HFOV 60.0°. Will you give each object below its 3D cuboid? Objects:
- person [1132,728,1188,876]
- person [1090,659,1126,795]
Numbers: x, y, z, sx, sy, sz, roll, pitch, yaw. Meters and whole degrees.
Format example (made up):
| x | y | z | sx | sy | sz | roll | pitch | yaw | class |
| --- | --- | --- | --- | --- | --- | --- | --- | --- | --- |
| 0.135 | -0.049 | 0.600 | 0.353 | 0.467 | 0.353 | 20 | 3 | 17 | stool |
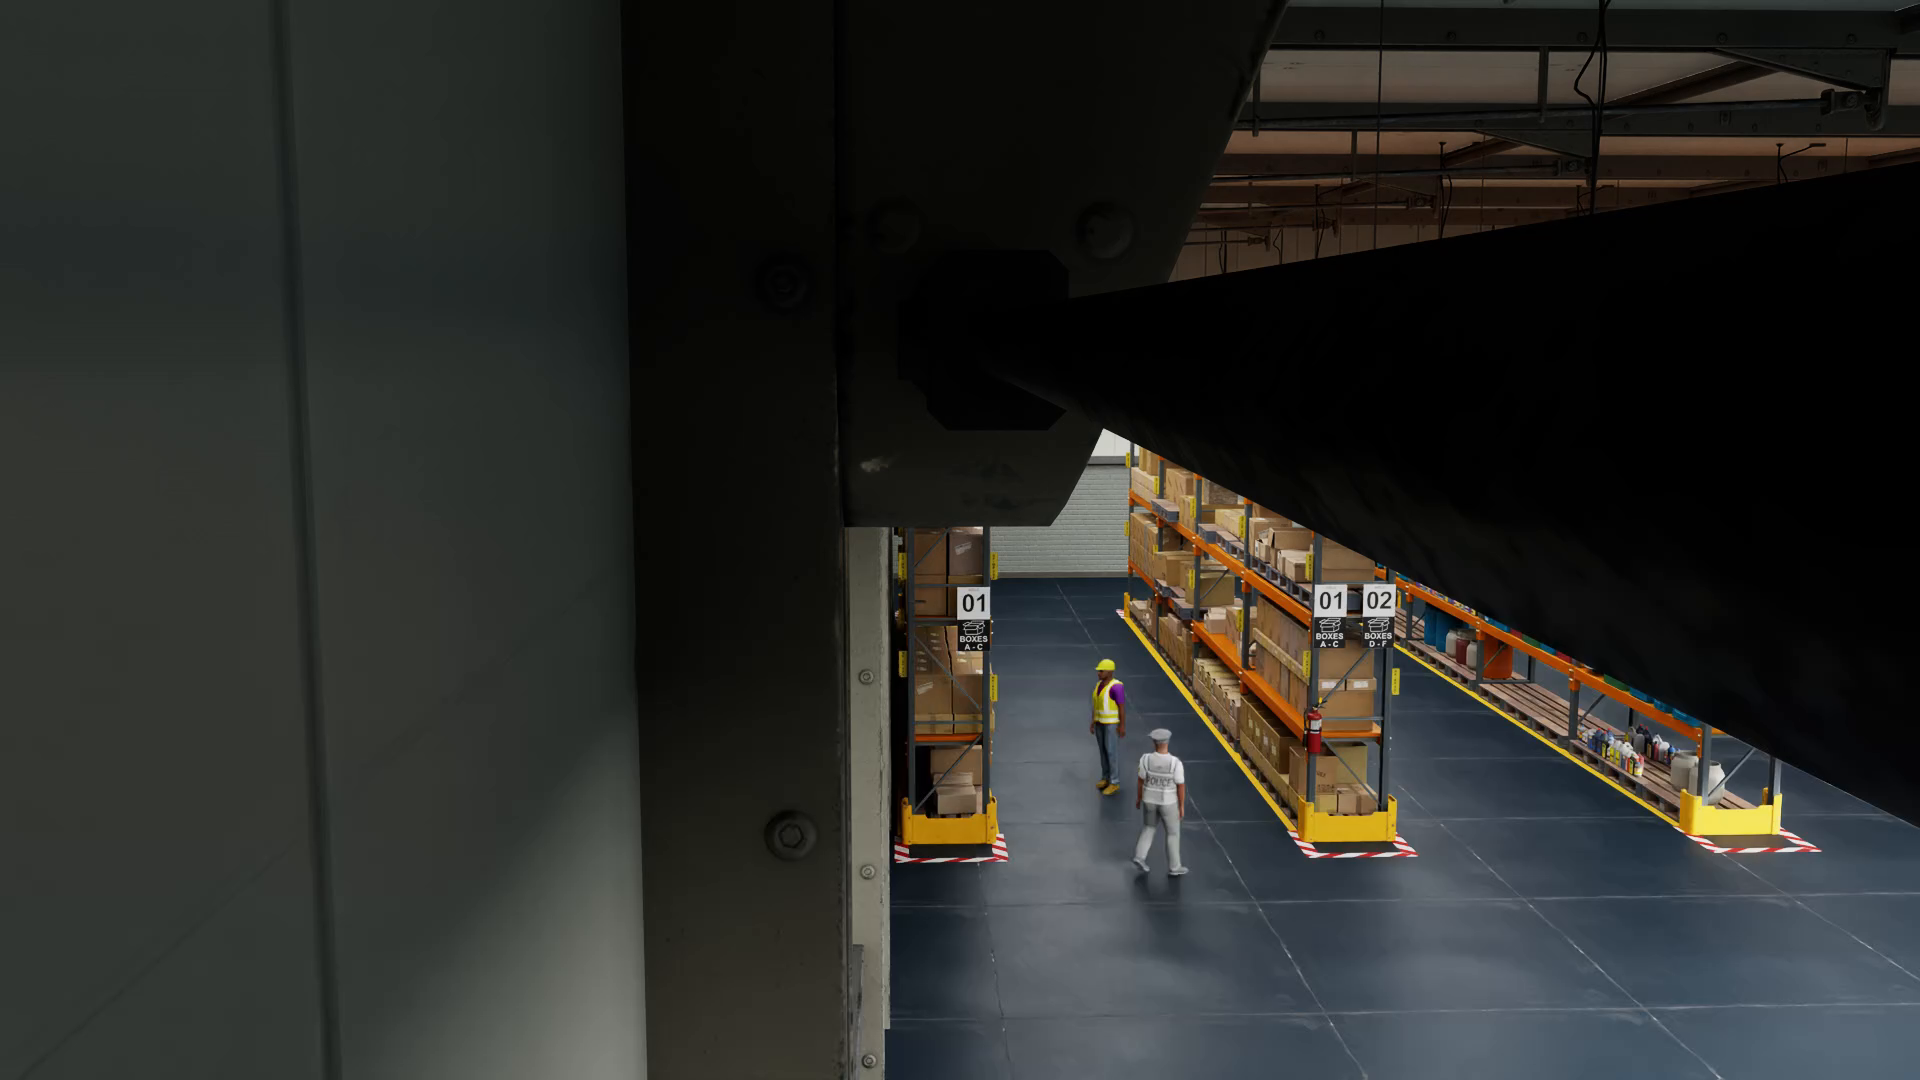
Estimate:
| x | y | z | sx | sy | sz | roll | pitch | yaw | class |
| --- | --- | --- | --- | --- | --- | --- | --- | --- | --- |
| 2.334 | 3.029 | 19.232 | 0.617 | 1.760 | 0.572 | 4 | 8 | 30 | person |
| 1.995 | 2.535 | 22.834 | 0.463 | 1.775 | 0.677 | -4 | 8 | -29 | person |
